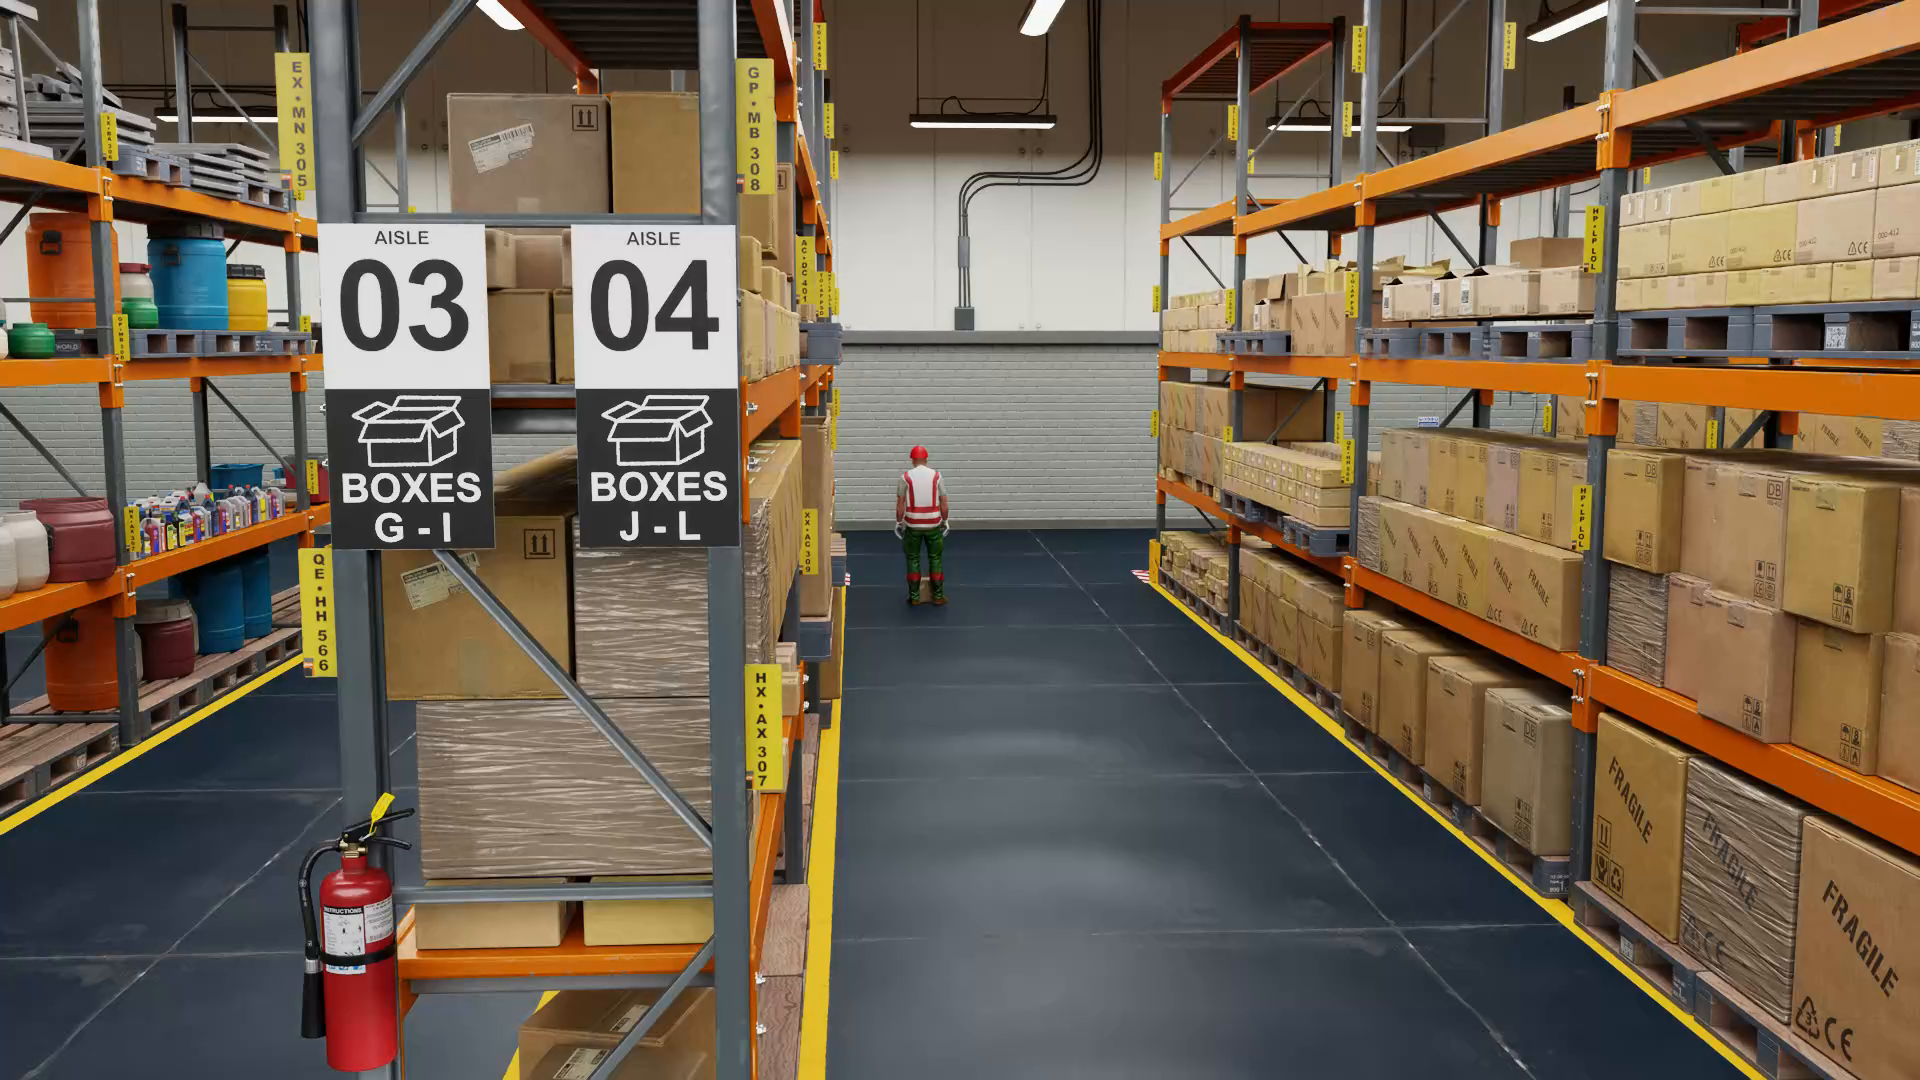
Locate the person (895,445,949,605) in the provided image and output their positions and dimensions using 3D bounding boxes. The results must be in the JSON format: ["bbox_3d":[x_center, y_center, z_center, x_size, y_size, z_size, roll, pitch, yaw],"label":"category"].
[{"bbox_3d":[-3.334,0.505,12.917,7.847,1.778,11.025,-1,7,-7],"label":"person"}]
